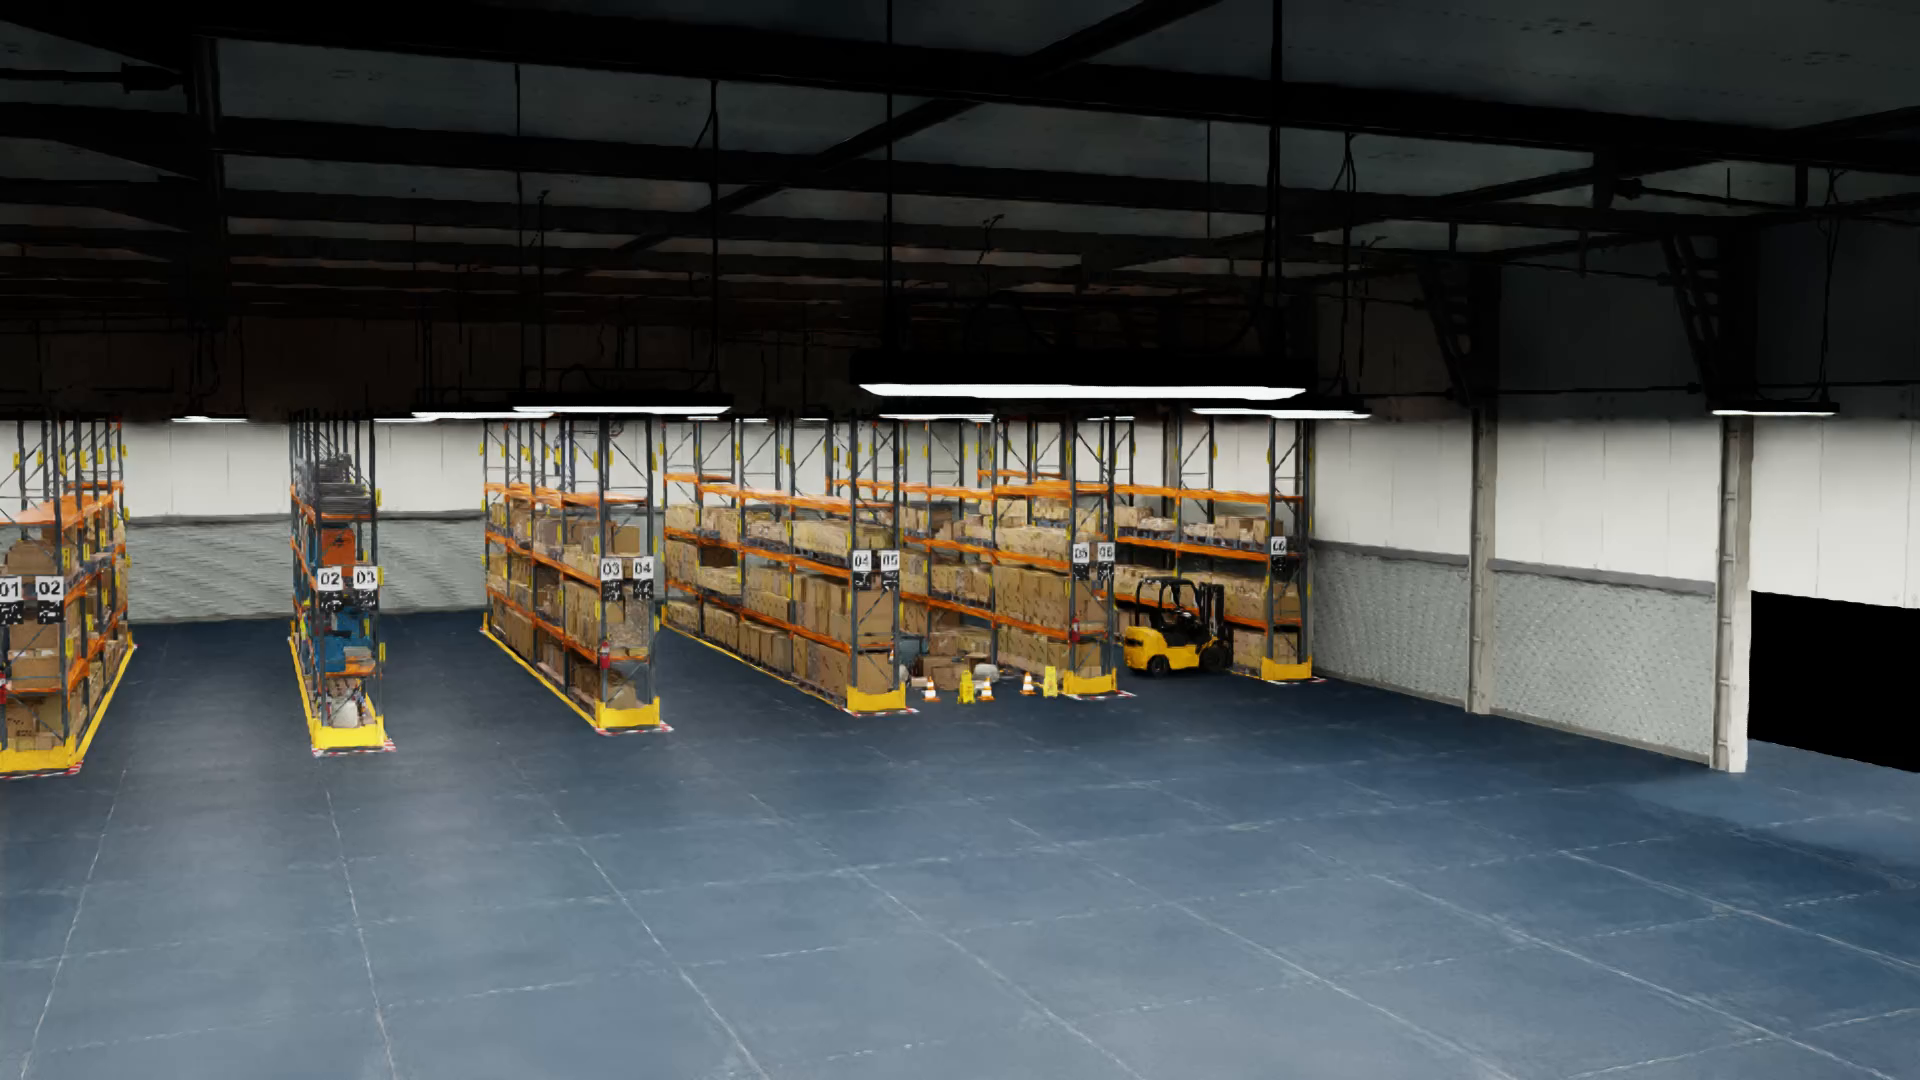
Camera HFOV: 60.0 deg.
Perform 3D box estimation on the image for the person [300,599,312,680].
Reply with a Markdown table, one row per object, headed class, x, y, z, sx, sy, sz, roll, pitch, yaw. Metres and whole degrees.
| class | x | y | z | sx | sy | sz | roll | pitch | yaw |
| --- | --- | --- | --- | --- | --- | --- | --- | --- | --- |
| person | -13.994 | 2.139 | 35.942 | 0.610 | 1.734 | 0.432 | 1 | 4 | 18 |
